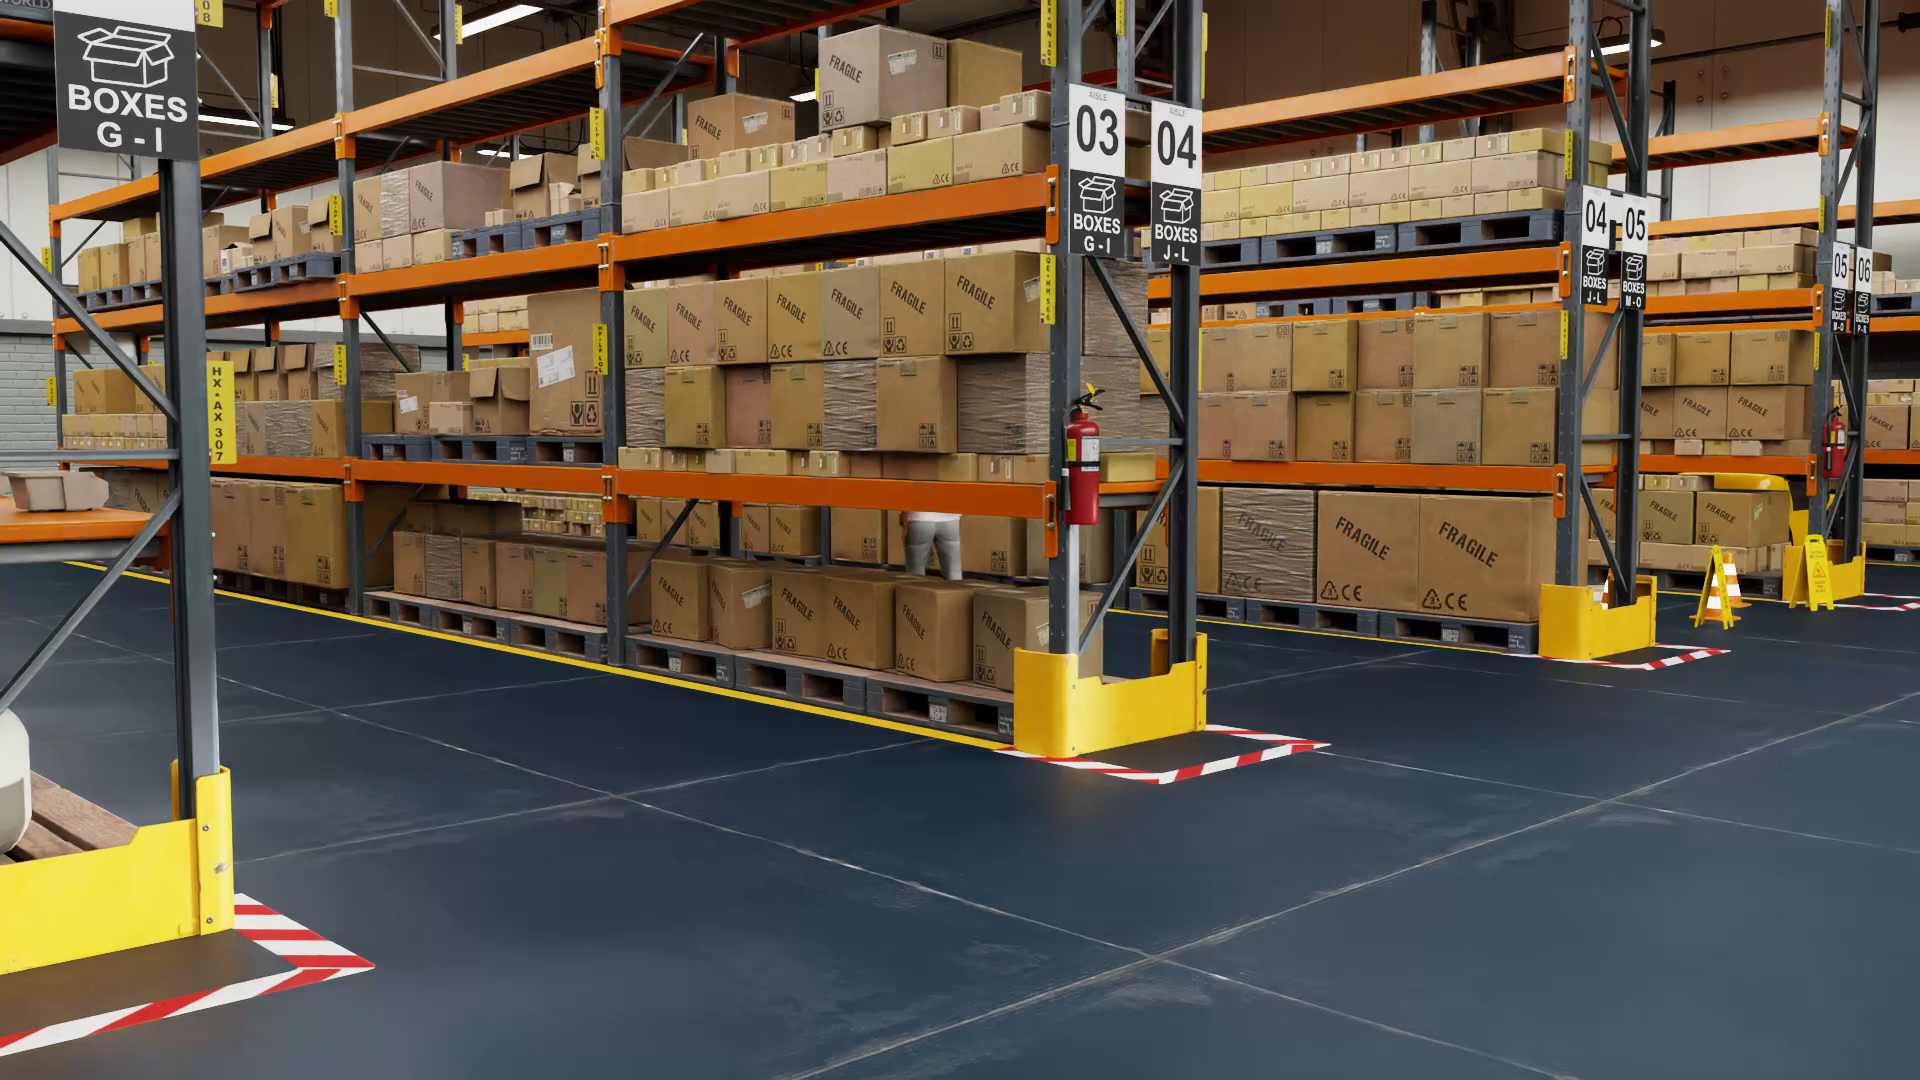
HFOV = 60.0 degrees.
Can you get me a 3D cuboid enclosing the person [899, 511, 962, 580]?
[{"bbox_3d":[-0.184,-0.087,12.204,0.526,1.663,0.588,-1,4,-19],"label":"person"}]
